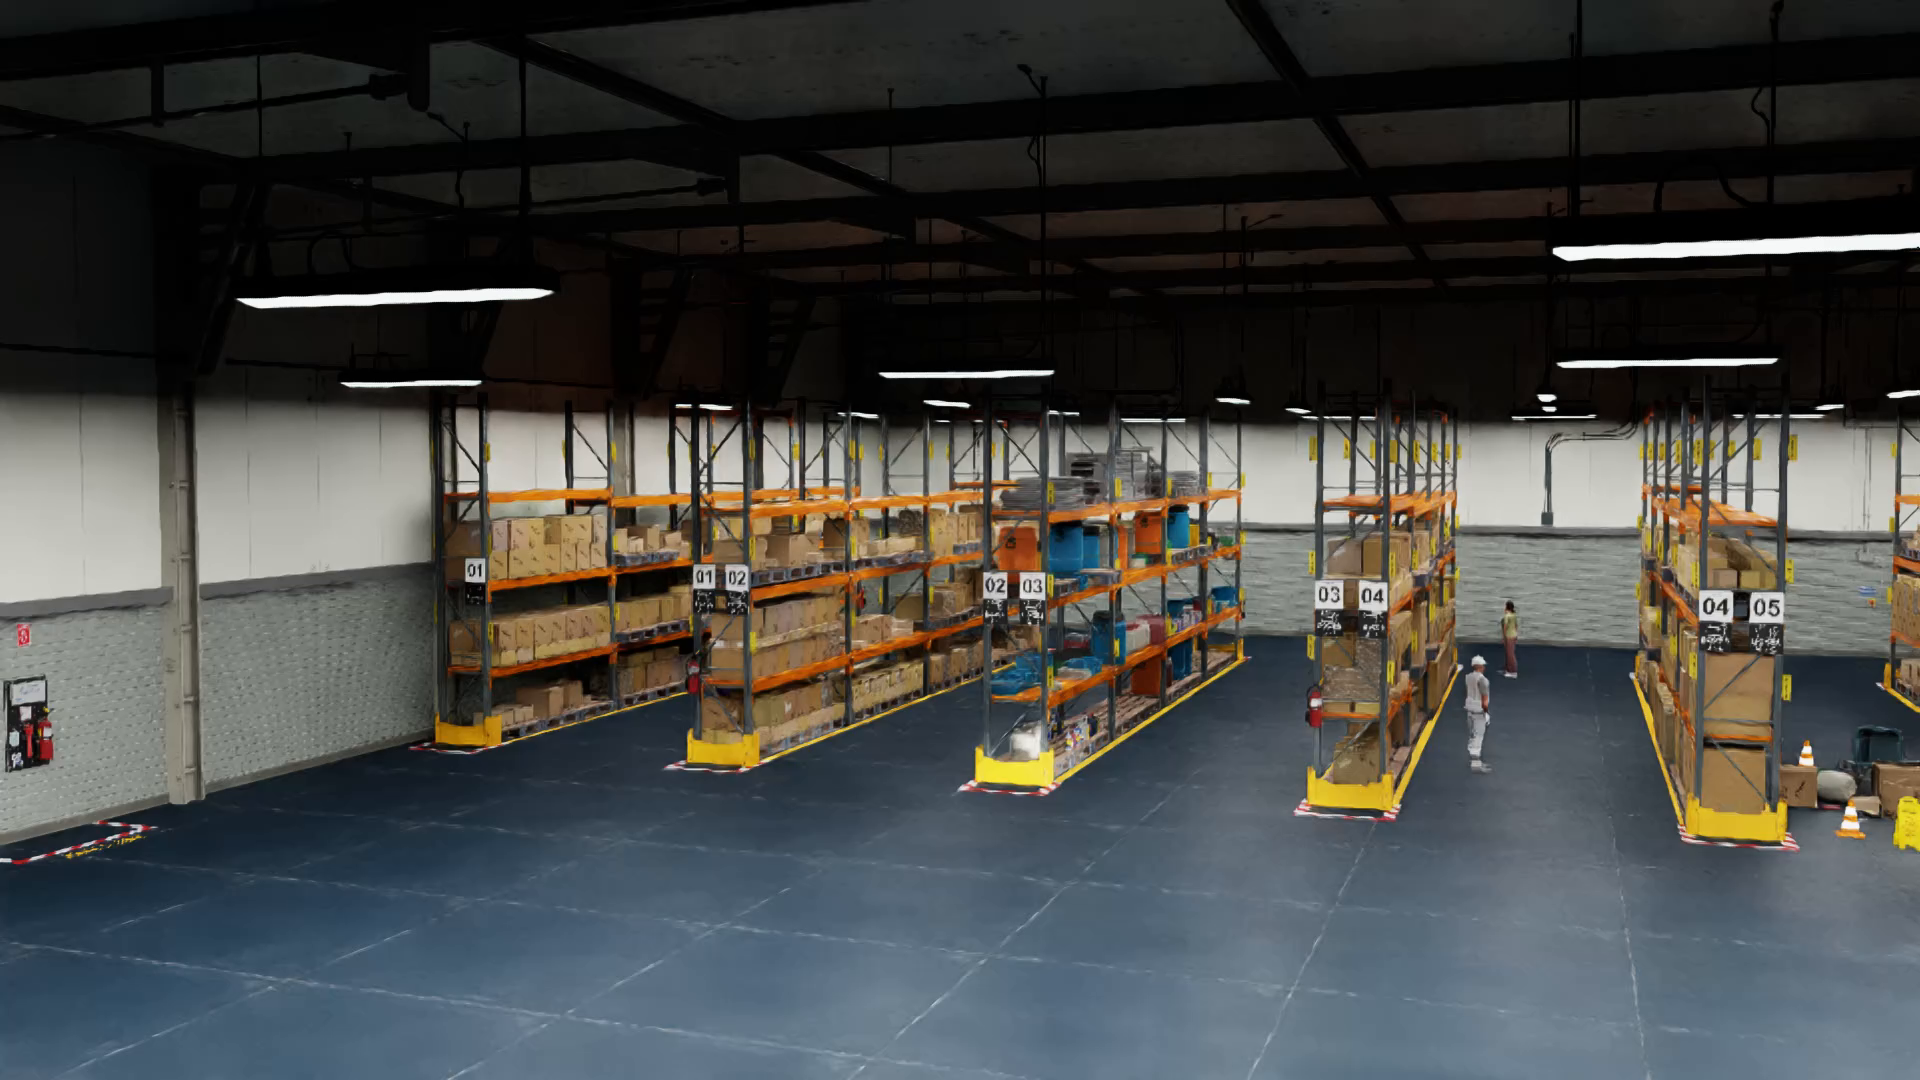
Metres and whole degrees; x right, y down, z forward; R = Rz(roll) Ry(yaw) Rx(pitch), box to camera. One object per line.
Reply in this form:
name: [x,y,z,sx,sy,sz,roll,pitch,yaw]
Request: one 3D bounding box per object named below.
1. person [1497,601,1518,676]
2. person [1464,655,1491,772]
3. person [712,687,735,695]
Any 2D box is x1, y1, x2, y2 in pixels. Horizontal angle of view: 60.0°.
person: [12.215,2.179,37.057,0.577,1.665,0.555,3,4,45]
person: [8.156,2.701,26.074,0.442,1.792,0.606,-1,3,-11]
person: [-4.311,2.593,30.176,0.480,1.563,1.078,1,3,22]
